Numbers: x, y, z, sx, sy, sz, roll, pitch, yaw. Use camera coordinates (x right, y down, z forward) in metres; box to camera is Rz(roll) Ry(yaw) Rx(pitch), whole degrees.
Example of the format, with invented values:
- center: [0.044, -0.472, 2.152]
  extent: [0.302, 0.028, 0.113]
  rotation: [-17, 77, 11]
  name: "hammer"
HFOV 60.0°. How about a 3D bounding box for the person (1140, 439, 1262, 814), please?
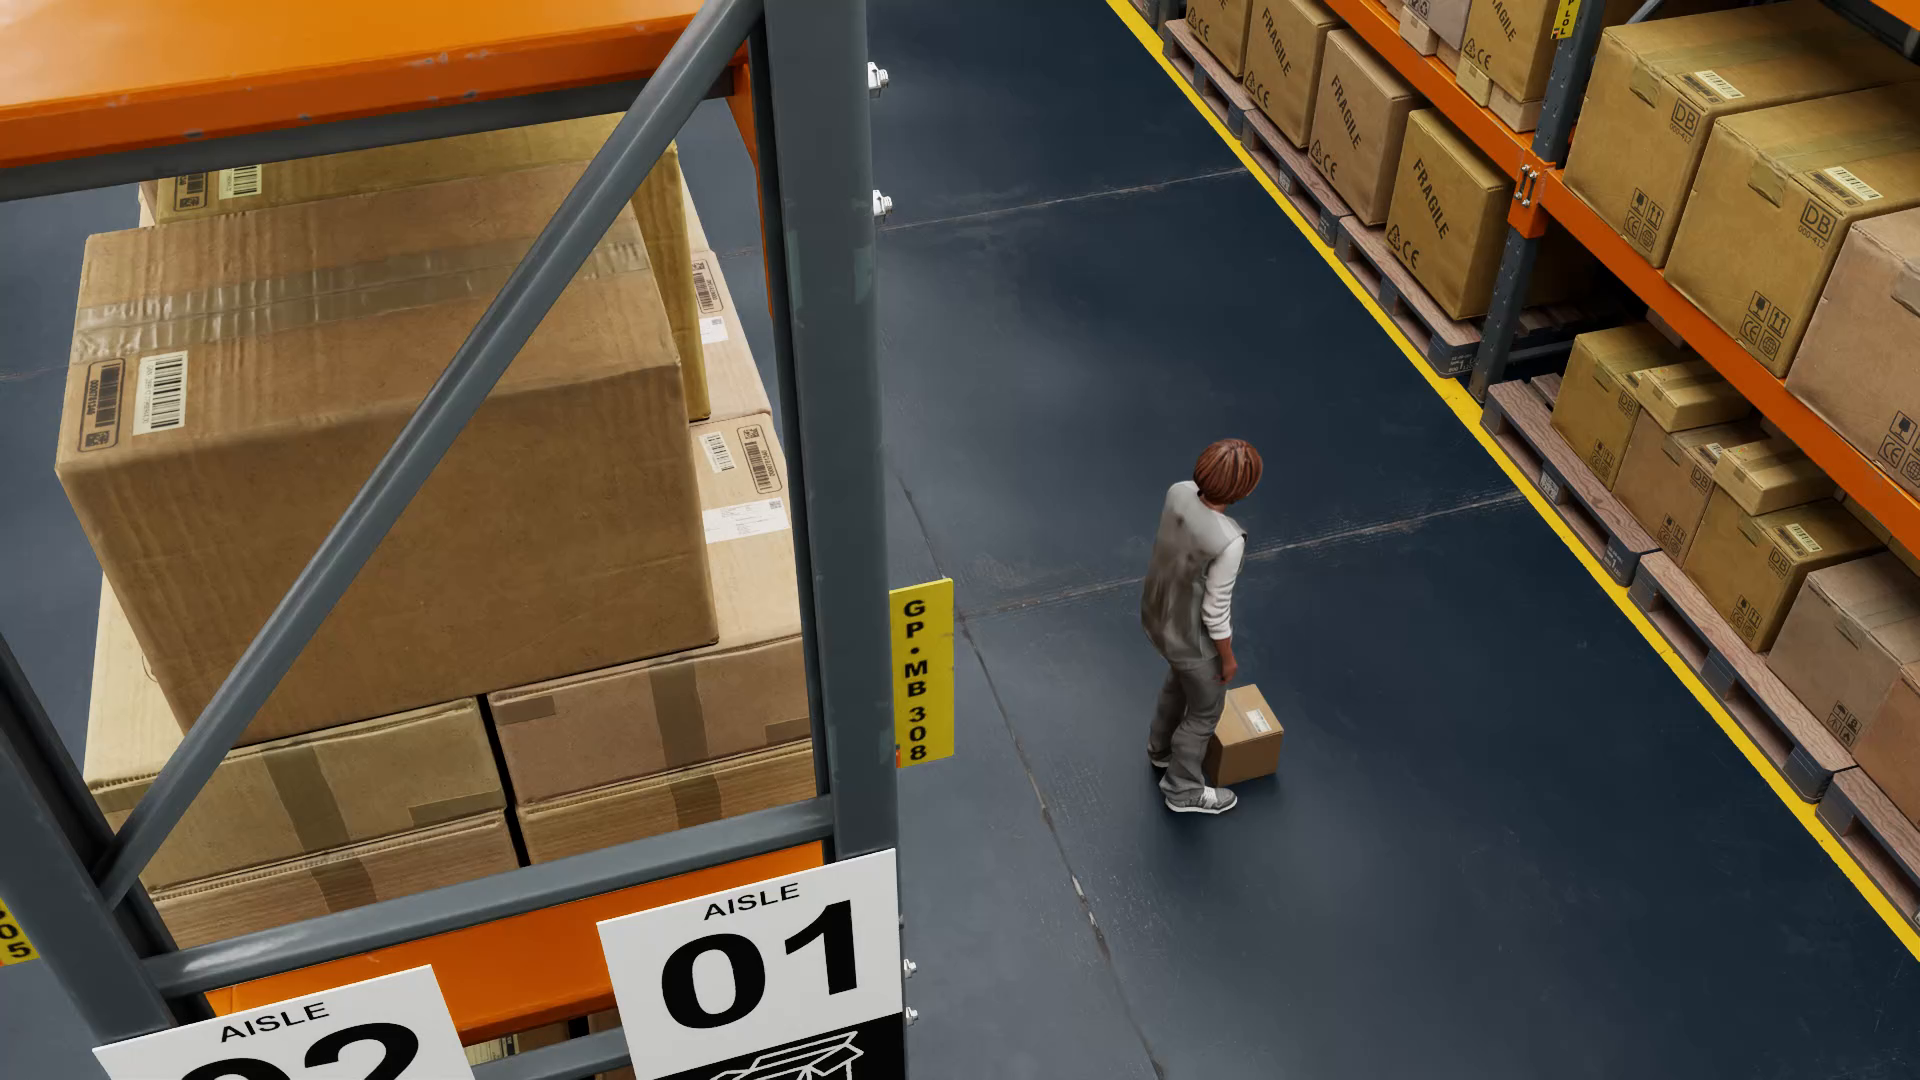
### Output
- center: [0.835, 0.324, 5.854]
  extent: [0.377, 1.546, 0.480]
  rotation: [-15, 45, -15]
  name: "person"
